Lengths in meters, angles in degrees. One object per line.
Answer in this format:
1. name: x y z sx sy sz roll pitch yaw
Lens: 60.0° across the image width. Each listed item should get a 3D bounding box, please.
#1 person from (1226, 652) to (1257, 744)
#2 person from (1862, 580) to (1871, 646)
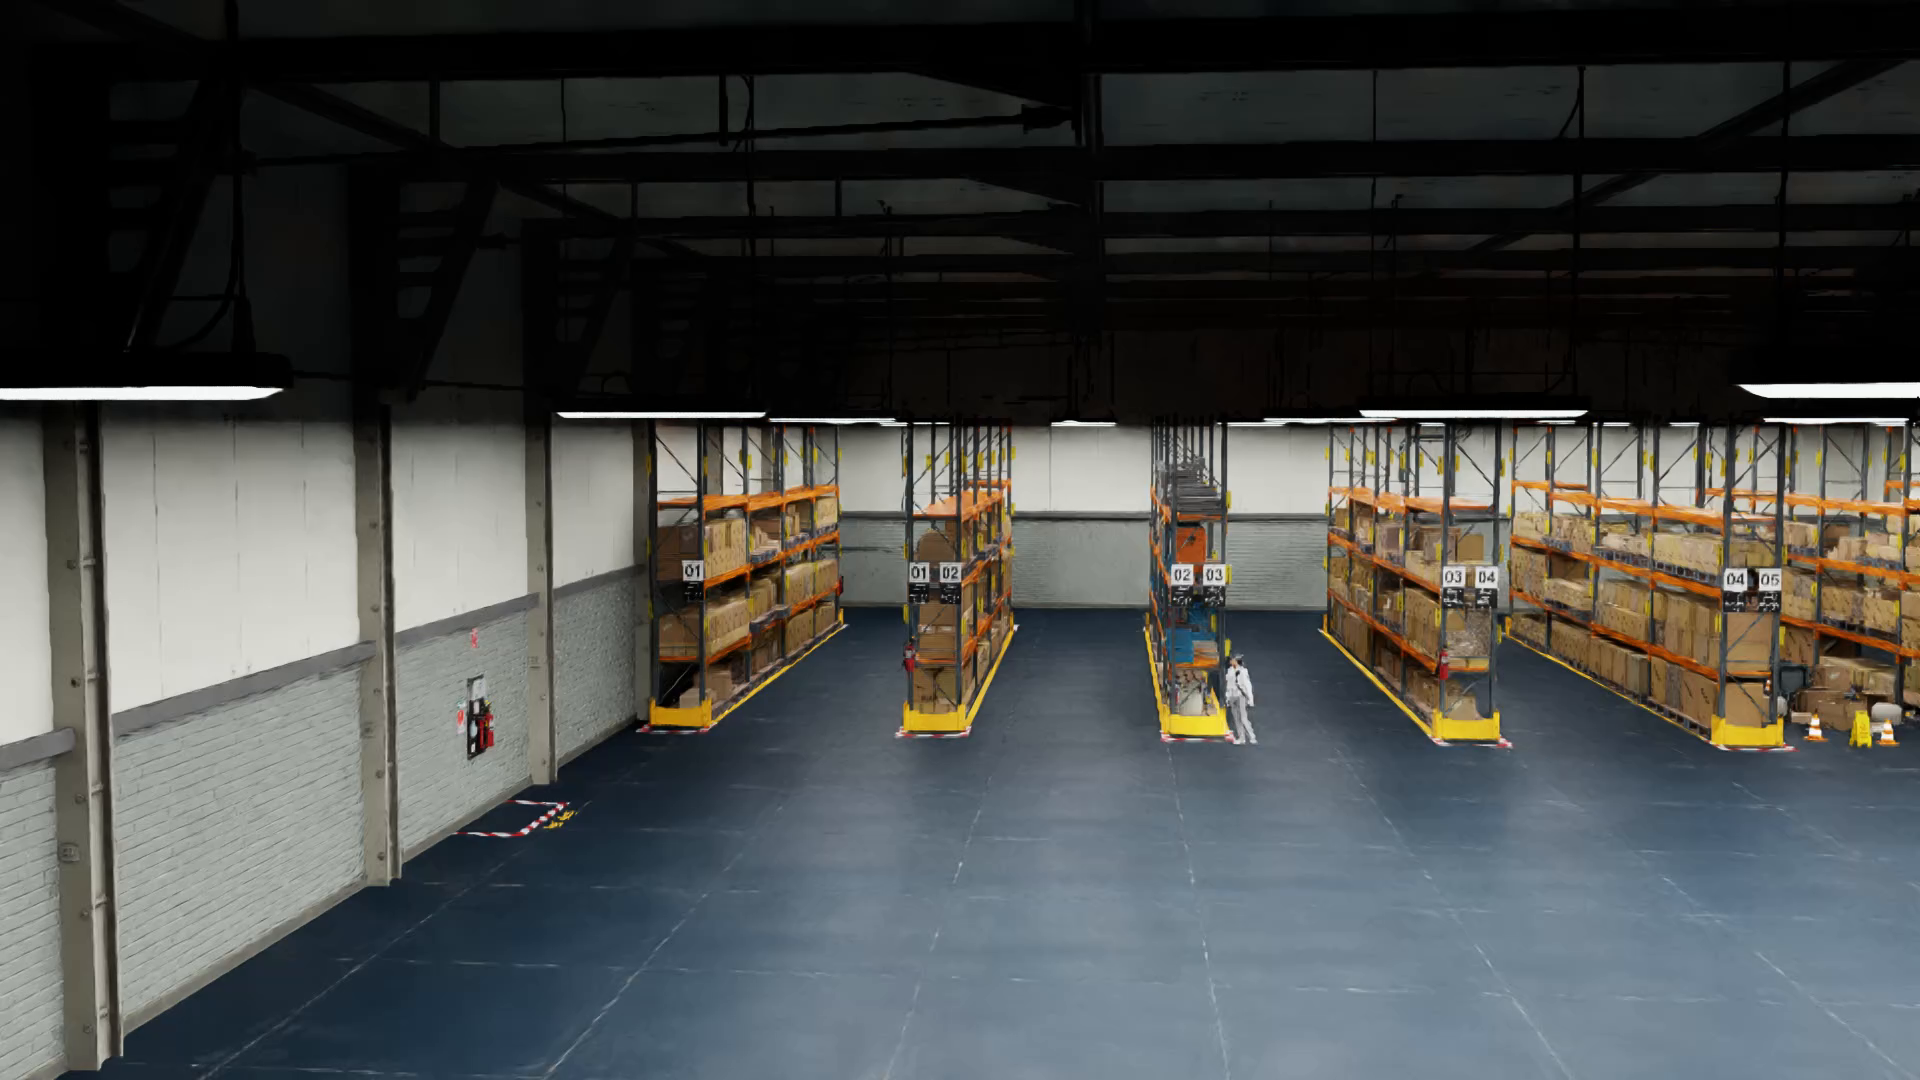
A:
1. person: 5.102 2.859 30.160 0.450 1.669 0.602 -3 5 -39
2. person: 23.768 1.906 43.764 0.411 1.725 0.659 1 4 9
